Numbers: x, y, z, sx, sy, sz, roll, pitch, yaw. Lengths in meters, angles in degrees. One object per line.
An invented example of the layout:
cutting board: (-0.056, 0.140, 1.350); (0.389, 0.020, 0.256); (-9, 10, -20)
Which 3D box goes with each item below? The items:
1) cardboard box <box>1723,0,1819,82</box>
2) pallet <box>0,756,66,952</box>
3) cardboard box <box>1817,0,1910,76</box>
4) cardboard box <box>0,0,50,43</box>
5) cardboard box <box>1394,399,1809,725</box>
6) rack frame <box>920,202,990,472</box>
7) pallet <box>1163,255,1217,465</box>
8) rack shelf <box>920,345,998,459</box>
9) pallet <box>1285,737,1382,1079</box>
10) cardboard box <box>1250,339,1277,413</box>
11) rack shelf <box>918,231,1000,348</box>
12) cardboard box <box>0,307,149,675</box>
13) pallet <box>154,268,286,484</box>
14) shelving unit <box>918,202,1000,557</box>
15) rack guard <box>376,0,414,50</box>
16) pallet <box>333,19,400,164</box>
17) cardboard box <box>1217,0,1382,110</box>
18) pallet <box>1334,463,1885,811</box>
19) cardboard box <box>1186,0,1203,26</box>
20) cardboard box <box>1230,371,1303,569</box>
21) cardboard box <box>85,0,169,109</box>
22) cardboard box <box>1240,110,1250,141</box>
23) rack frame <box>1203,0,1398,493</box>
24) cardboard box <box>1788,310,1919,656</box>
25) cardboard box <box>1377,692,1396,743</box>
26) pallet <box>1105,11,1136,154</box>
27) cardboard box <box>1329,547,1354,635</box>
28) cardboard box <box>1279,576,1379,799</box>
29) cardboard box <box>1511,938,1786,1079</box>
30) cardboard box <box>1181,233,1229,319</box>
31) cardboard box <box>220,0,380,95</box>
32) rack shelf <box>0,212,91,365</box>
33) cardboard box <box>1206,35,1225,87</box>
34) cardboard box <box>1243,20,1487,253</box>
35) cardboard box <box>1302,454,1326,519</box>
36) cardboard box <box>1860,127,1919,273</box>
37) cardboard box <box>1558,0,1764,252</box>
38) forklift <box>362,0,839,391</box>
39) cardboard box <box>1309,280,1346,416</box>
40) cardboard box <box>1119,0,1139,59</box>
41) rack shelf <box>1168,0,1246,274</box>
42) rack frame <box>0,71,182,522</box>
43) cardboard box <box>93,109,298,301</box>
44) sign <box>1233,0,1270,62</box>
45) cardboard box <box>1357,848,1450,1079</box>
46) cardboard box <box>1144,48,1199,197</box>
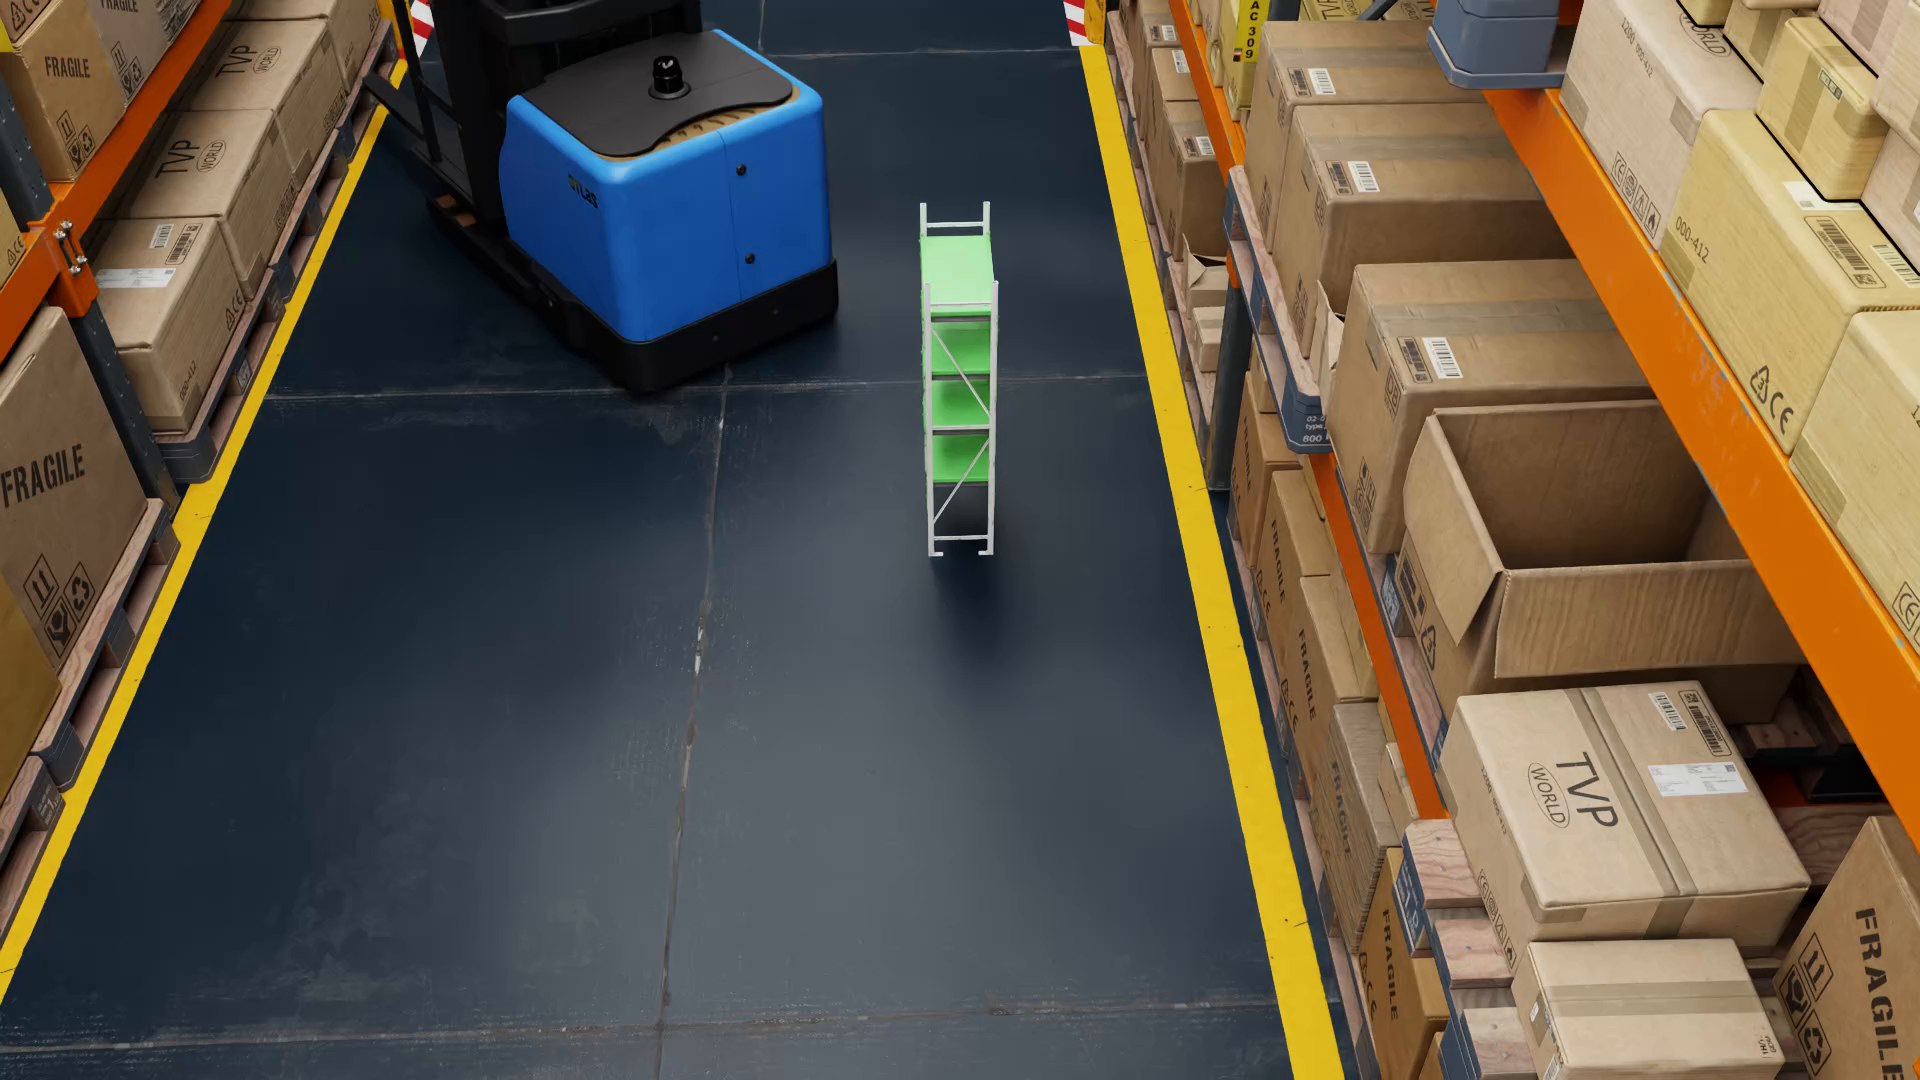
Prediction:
cardboard box: (1.382, -0.766, 2.461); (0.380, 0.149, 0.250); (-1, 43, -1)
pallet: (-3.337, 1.171, 4.816); (1.003, 0.211, 1.213); (-2, 43, -2)
cardboard box: (1.383, -0.708, 2.178); (0.380, 0.149, 0.250); (-2, 43, -2)
cardboard box: (-3.278, -1.935, 5.327); (0.500, 0.500, 0.500); (-1, 43, -2)
cardboard box: (1.375, 0.065, 3.572); (0.797, 0.503, 0.637); (-3, 43, -3)
rack frame: (-0.017, -0.719, 6.146); (0.240, 1.200, 0.015); (-2, 43, -2)
pallet: (1.431, -0.782, 6.947); (1.003, 0.211, 1.213); (-2, 43, -2)
rack shelf: (-0.007, -0.507, 6.010); (0.258, 0.148, 0.480); (-2, 43, -2)
pallet: (1.587, 1.055, 4.942); (1.003, 0.211, 1.213); (-2, 43, -2)
cardboard box: (1.209, -0.569, 5.710); (0.380, 0.149, 0.250); (0, 43, 0)
rack shelf: (-0.007, -0.861, 5.685); (0.258, 0.148, 0.480); (-2, 43, -2)
cardboard box: (-3.393, -0.156, 5.462); (0.875, 0.875, 0.875); (0, 43, 0)
pallet: (-3.454, -0.689, 6.845); (1.003, 0.211, 1.213); (-2, 43, -2)
shelving unit: (-0.007, -0.554, 5.966); (0.258, 1.200, 0.503); (-2, 43, -2)
rack guard: (-3.671, -2.996, 9.149); (1.175, 0.500, 0.348); (-2, 43, -2)
pallet: (-3.557, -2.336, 8.642); (1.003, 0.211, 1.213); (-2, 43, -2)
cardboard box: (1.194, -1.737, 5.816); (0.500, 0.250, 0.500); (-1, 43, -1)
pallet: (1.542, 0.112, 4.050); (1.003, 0.211, 1.213); (-2, 43, -2)
cardboard box: (1.103, -2.161, 6.574); (0.380, 0.149, 0.250); (-2, 43, -2)
cardboard box: (1.255, -0.246, 5.838); (0.500, 0.500, 0.500); (0, 43, 0)
cardboard box: (-3.275, -1.902, 6.031); (0.500, 0.500, 0.500); (-1, 43, -2)
cardboard box: (1.194, -1.462, 5.811); (0.380, 0.149, 0.250); (-1, 43, -1)
rack frame: (1.459, -1.346, 5.499); (1.000, 3.000, 0.127); (-2, 43, -2)
cardboard box: (1.365, -0.036, 1.960); (0.500, 0.250, 0.500); (-3, 43, -3)
cardboard box: (1.367, 0.492, 4.552); (0.380, 0.149, 0.250); (-1, 43, -2)
pallet: (1.328, -2.429, 8.744); (1.003, 0.211, 1.213); (-2, 43, -2)
cardboard box: (1.319, 0.143, 4.933); (0.380, 0.149, 0.250); (-2, 43, -2)
cardboard box: (1.304, 0.450, 5.079); (0.500, 0.500, 0.500); (-3, 43, -3)
cardboard box: (1.218, 0.860, 2.967); (0.380, 0.149, 0.250); (-1, 43, -1)
cardboard box: (1.127, -1.102, 6.945); (0.396, 0.266, 0.258); (0, 43, 0)
cardboard box: (-3.542, -2.669, 8.527); (0.875, 0.438, 0.875); (-3, 43, -3)
rack shelf: (-3.415, 0.414, 4.111); (1.077, 0.370, 4.000); (-2, 43, -2)
cardboard box: (1.126, -1.811, 6.192); (0.380, 0.149, 0.250); (-1, 43, -1)
cardboard box: (1.256, -1.205, 4.960); (0.700, 0.500, 0.500); (-1, 43, -1)
cardboard box: (1.320, -0.211, 5.319); (0.380, 0.149, 0.250); (-4, 43, -4)
cardboard box: (1.397, -0.429, 2.095); (0.380, 0.149, 0.250); (-1, 43, -1)
cardboard box: (1.321, -0.713, 2.699); (0.500, 0.250, 0.500); (-2, 43, -2)
forklift: (-1.845, -2.624, 6.943); (1.130, 2.935, 3.031); (-29, 50, -28)
cardboard box: (1.135, -0.502, 4.367); (0.396, 0.266, 0.258); (0, 43, 0)
cardboard box: (1.221, -2.865, 8.693); (0.797, 0.503, 0.637); (-3, 43, -3)
rack shelf: (1.374, -2.431, 7.215); (1.077, 0.370, 4.000); (-2, 43, -2)
rack frame: (-3.500, -1.201, 5.341); (1.000, 3.000, 0.127); (-2, 43, -2)
cardboard box: (-3.458, -1.443, 7.190); (0.875, 0.438, 0.875); (-3, 43, -3)
sign: (0.918, -1.645, 5.184); (0.100, 0.325, 0.005); (-2, 43, -2)
cardboard box: (1.361, 1.150, 4.314); (0.500, 0.500, 0.500); (0, 43, 0)
cardboard box: (1.141, -1.926, 7.671); (0.500, 0.500, 0.500); (-1, 43, -1)
